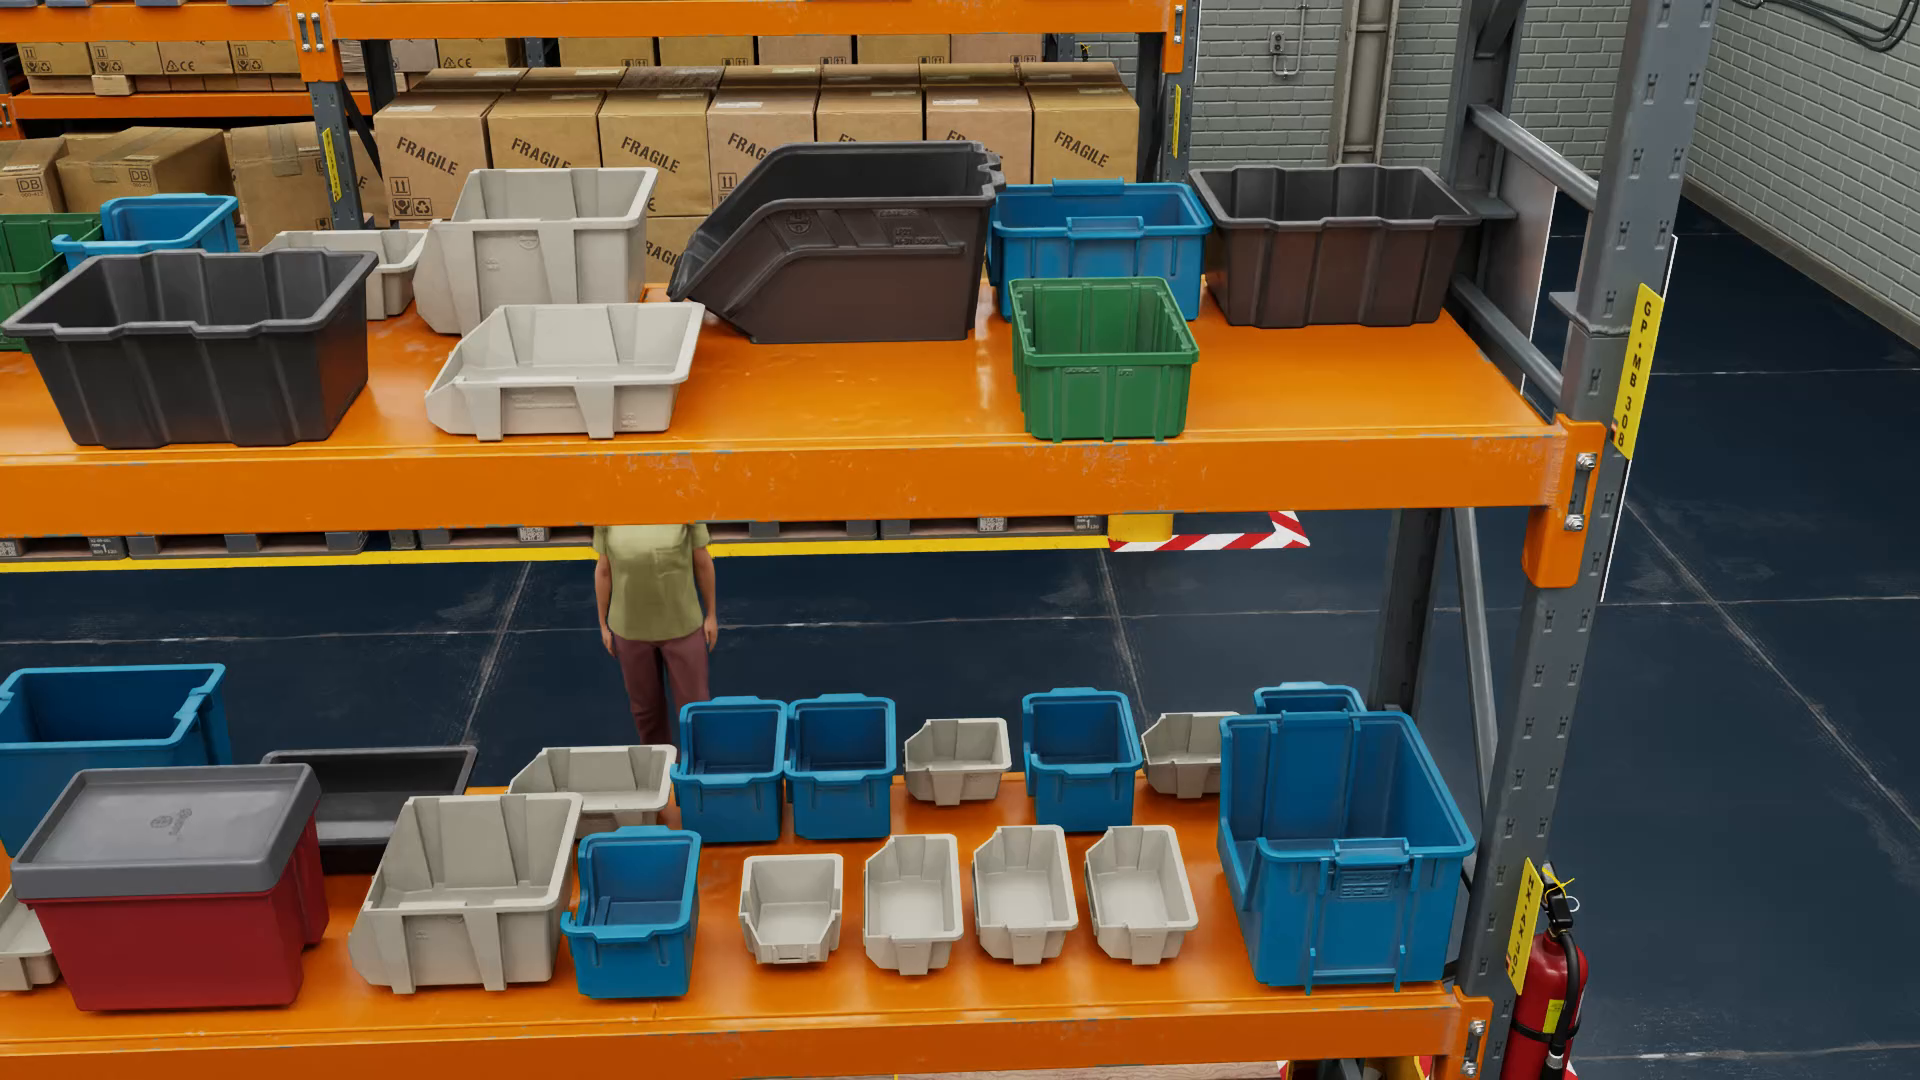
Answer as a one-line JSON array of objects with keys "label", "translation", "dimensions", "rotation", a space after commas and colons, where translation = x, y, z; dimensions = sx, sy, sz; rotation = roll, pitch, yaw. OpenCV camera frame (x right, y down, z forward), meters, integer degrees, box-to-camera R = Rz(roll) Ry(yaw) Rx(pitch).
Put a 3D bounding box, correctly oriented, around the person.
[{"label": "person", "translation": [-1.172, 0.373, 6.407], "dimensions": [0.456, 1.678, 0.494], "rotation": [-1, 28, -2]}]
